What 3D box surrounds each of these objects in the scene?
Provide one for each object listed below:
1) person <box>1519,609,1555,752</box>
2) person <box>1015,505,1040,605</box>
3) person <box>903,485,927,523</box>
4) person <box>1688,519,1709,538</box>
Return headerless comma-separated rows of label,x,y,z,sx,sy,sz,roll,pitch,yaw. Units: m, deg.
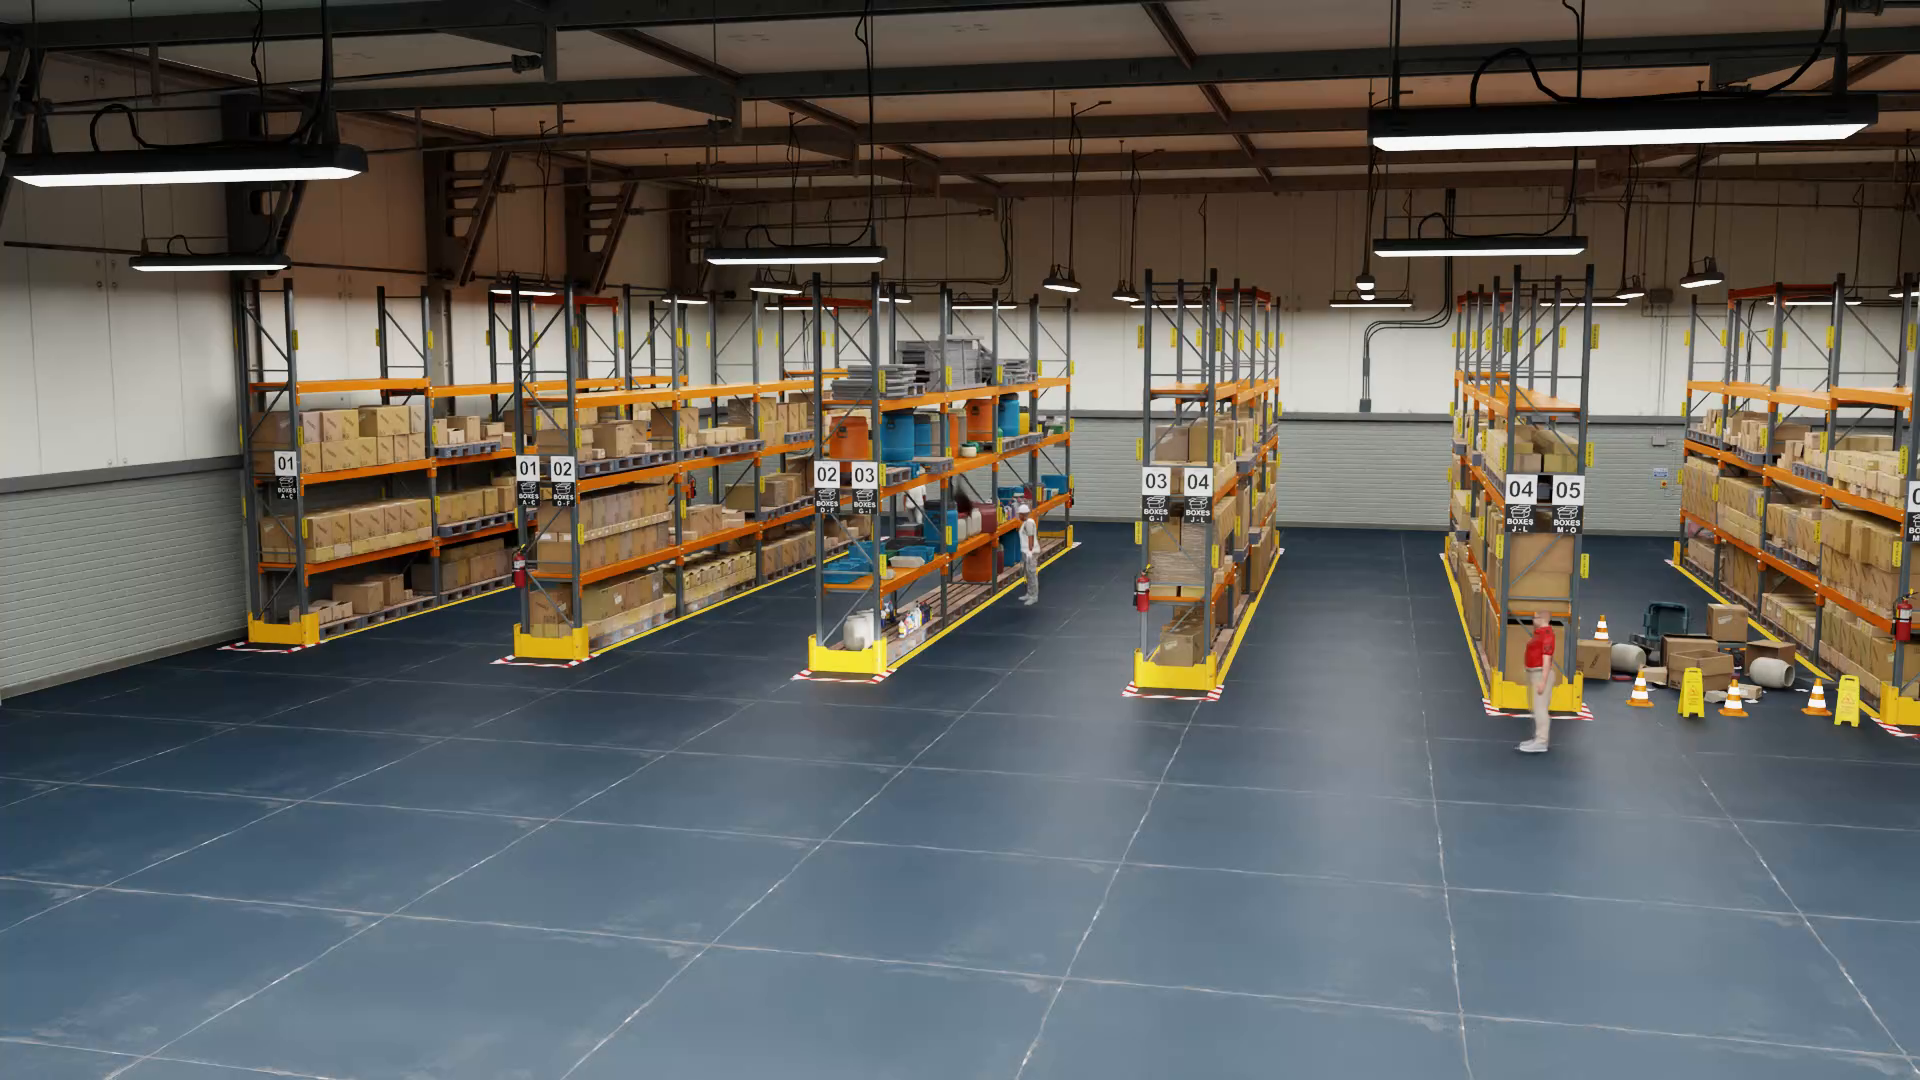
person,7.056,1.715,20.396,0.485,1.742,0.591,-1,7,-5
person,1.248,0.258,30.475,0.418,1.813,0.577,-2,7,-16
person,-1.137,-0.848,41.706,0.592,1.732,0.994,0,7,1
person,17.433,-0.532,39.214,0.536,1.657,0.450,0,7,0
